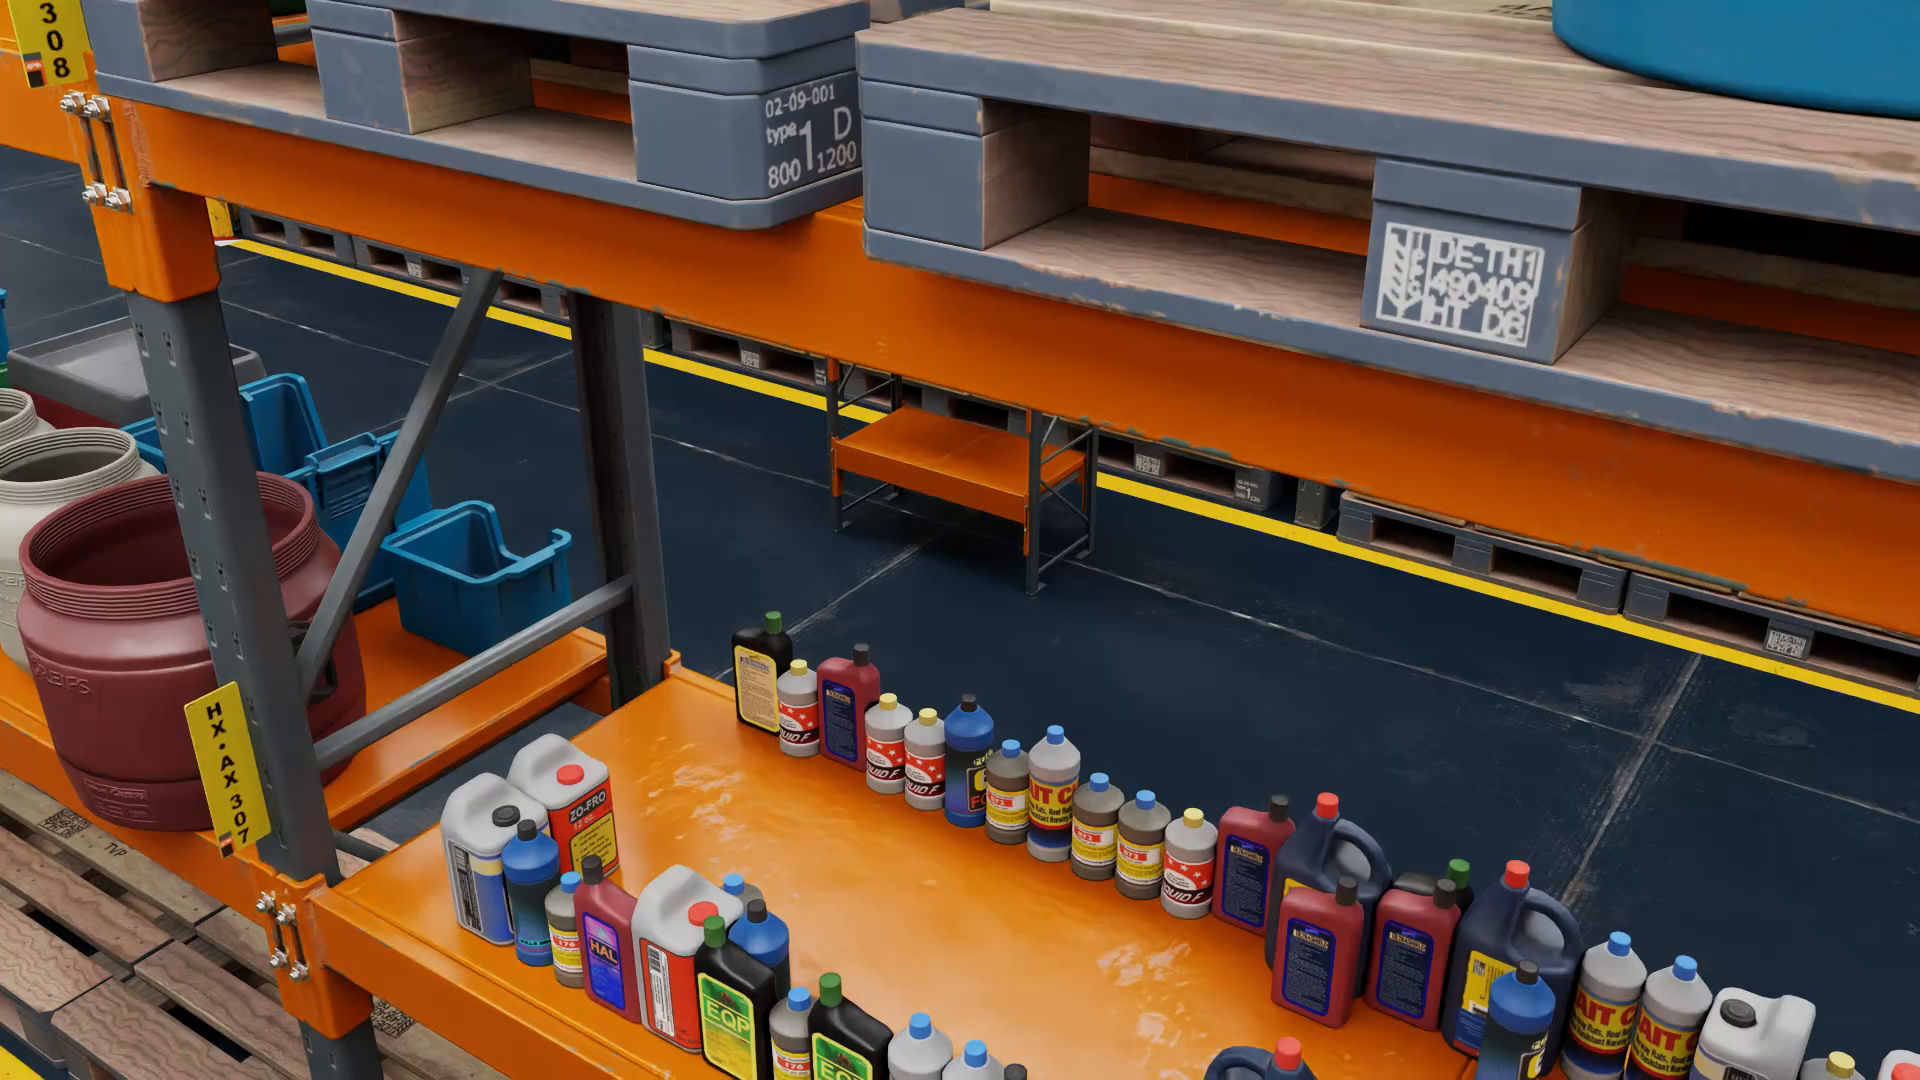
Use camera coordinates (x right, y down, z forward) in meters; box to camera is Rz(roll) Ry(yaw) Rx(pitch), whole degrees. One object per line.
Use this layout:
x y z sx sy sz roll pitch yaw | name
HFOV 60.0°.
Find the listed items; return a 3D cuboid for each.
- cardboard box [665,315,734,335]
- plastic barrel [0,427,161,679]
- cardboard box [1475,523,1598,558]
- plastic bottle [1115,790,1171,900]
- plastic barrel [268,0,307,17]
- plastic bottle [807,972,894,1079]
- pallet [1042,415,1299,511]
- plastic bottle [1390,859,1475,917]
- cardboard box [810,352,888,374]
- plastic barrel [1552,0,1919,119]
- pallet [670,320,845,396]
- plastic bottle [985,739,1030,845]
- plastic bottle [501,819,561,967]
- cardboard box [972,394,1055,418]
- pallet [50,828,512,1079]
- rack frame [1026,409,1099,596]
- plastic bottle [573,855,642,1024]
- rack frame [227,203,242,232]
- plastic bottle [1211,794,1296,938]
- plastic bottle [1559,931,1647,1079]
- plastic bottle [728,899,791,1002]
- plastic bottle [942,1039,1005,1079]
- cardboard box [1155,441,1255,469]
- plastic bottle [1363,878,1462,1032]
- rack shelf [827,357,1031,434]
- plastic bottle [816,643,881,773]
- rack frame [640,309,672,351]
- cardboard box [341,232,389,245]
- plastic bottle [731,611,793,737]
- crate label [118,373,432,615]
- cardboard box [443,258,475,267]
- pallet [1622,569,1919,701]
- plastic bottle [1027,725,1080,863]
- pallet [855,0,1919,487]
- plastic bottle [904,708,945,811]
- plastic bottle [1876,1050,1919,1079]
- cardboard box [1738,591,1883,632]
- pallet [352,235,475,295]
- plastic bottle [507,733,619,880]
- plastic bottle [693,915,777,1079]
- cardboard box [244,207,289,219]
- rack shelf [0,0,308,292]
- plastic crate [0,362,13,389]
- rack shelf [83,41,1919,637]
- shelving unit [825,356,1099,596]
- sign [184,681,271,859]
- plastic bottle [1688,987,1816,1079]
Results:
-1.291 -1.367 9.198 0.500 0.250 0.500 16 31 29 | cardboard box
-1.962 0.042 3.737 0.421 0.512 0.421 0 27 0 | plastic barrel
2.462 -0.301 6.805 0.500 0.500 0.500 16 31 29 | cardboard box
0.338 0.555 3.072 0.097 0.201 0.097 0 27 0 | plastic bottle
-1.226 -1.036 2.842 0.294 0.245 0.294 0 27 0 | plastic barrel
-0.163 0.790 2.520 0.133 0.283 0.061 17 32 30 | plastic bottle
1.158 -0.558 8.114 1.213 0.211 1.003 17 32 30 | pallet
0.786 0.648 2.799 0.133 0.283 0.061 17 32 30 | plastic bottle
-0.442 -1.104 8.680 0.500 0.250 0.500 16 31 29 | cardboard box
0.810 -0.825 1.241 0.708 0.901 0.600 17 32 30 | plastic barrel
-0.853 -1.185 9.345 1.213 0.211 1.003 17 32 30 | pallet
0.097 0.480 3.219 0.097 0.201 0.097 0 27 0 | plastic bottle
-0.739 0.605 2.895 0.097 0.271 0.097 0 27 0 | plastic bottle
0.403 -0.842 8.165 0.500 0.250 0.500 18 32 31 | cardboard box
-1.610 1.305 4.452 1.213 0.211 1.003 17 32 30 | pallet
0.425 -0.369 6.735 0.032 1.125 0.500 17 32 30 | rack frame
-0.574 0.662 2.771 0.133 0.283 0.061 17 32 30 | plastic bottle
-4.780 -3.629 11.074 0.127 3.000 1.000 17 32 30 | rack frame
0.524 0.566 2.959 0.133 0.283 0.061 17 32 30 | plastic bottle
1.023 0.737 2.636 0.097 0.271 0.097 0 27 0 | plastic bottle
-0.324 0.702 2.706 0.097 0.271 0.097 0 27 0 | plastic bottle
0.022 0.843 2.429 0.097 0.271 0.097 0 27 0 | plastic bottle
1.243 -0.580 7.652 0.500 0.250 0.500 18 32 31 | cardboard box
0.752 0.671 2.754 0.133 0.283 0.061 17 32 30 | plastic bottle
0.006 -0.760 6.859 1.000 0.278 0.538 17 32 30 | rack shelf
-0.228 0.332 3.419 0.133 0.283 0.061 17 32 30 | plastic bottle
-1.483 -2.602 9.055 0.127 3.000 1.000 17 32 30 | rack frame
-3.638 -2.114 10.666 0.500 0.250 0.500 17 32 30 | cardboard box
-0.418 0.273 3.536 0.133 0.283 0.061 17 32 30 | plastic bottle
-1.659 -0.096 4.092 0.616 0.435 0.502 17 32 30 | crate label
-2.816 -1.856 10.158 0.500 0.250 0.500 17 32 30 | cardboard box
3.410 0.188 6.649 1.213 0.211 1.003 17 32 30 | pallet
0.178 0.474 3.154 0.097 0.271 0.097 0 27 0 | plastic bottle
0.666 -0.404 1.638 1.213 0.211 1.003 17 32 30 | pallet
-0.063 0.430 3.317 0.097 0.201 0.097 0 27 0 | plastic bottle
1.375 0.860 2.391 0.135 0.276 0.152 17 32 30 | plastic bottle
3.306 -0.038 6.288 0.500 0.500 0.500 16 31 29 | cardboard box
-3.124 -1.892 10.735 1.213 0.211 1.003 17 32 30 | pallet
-0.733 0.507 3.084 0.135 0.276 0.152 17 32 30 | plastic bottle
-0.354 0.730 2.636 0.133 0.283 0.061 17 32 30 | plastic bottle
-4.464 -2.370 11.168 0.500 0.250 0.500 17 32 30 | cardboard box
-2.642 -1.254 3.892 4.000 0.370 1.077 17 32 30 | rack shelf
-2.695 -0.315 4.795 0.662 0.188 0.450 17 32 30 | plastic crate
0.655 -0.226 1.874 4.000 0.370 1.077 17 32 30 | rack shelf
0.006 -0.500 6.991 1.048 1.125 0.538 17 32 30 | shelving unit
-1.299 0.411 2.955 0.005 0.325 0.100 17 32 30 | sign
1.184 0.800 2.508 0.135 0.276 0.152 17 32 30 | plastic bottle
